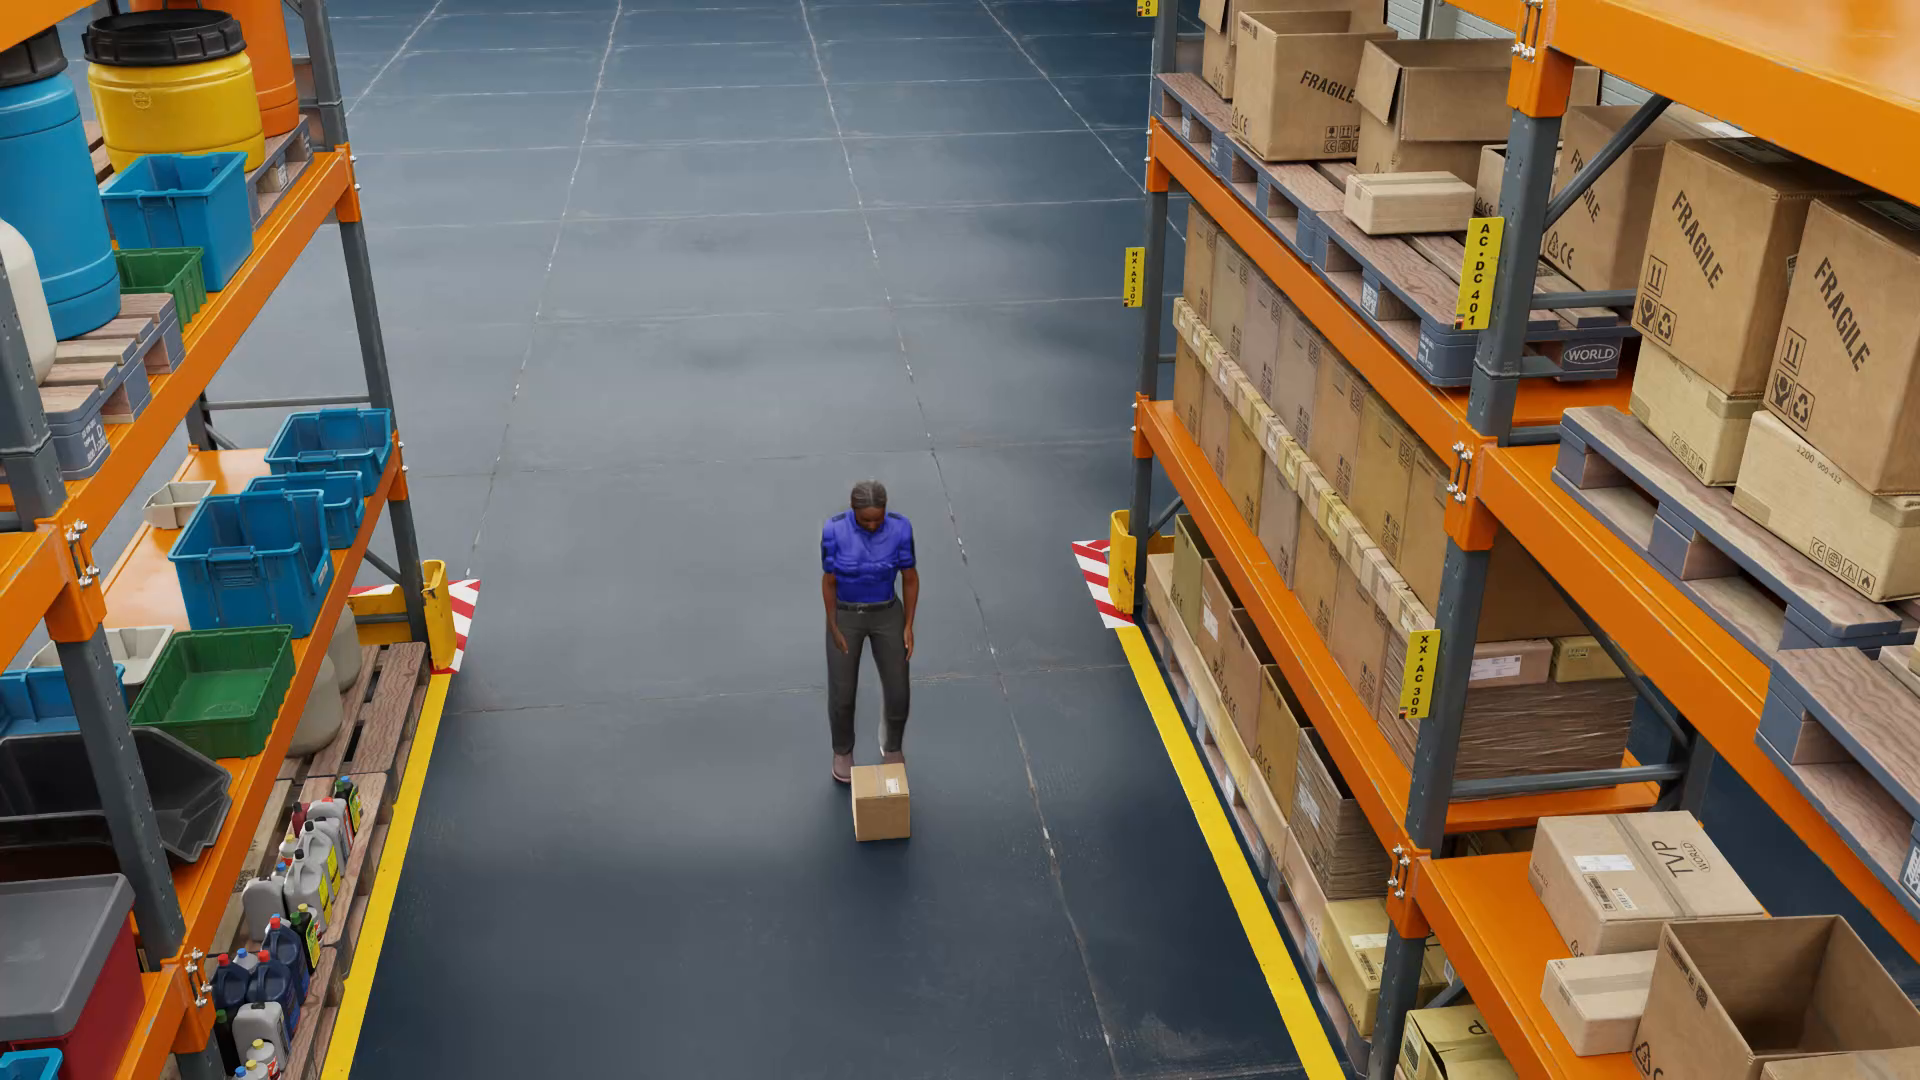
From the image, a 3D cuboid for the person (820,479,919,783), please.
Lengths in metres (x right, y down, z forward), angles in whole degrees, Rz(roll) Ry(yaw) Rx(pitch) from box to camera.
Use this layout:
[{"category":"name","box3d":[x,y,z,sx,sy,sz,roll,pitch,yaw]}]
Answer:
[{"category":"person","box3d":[-0.420,0.408,7.902,0.457,1.610,0.379,-3,27,-6]}]
